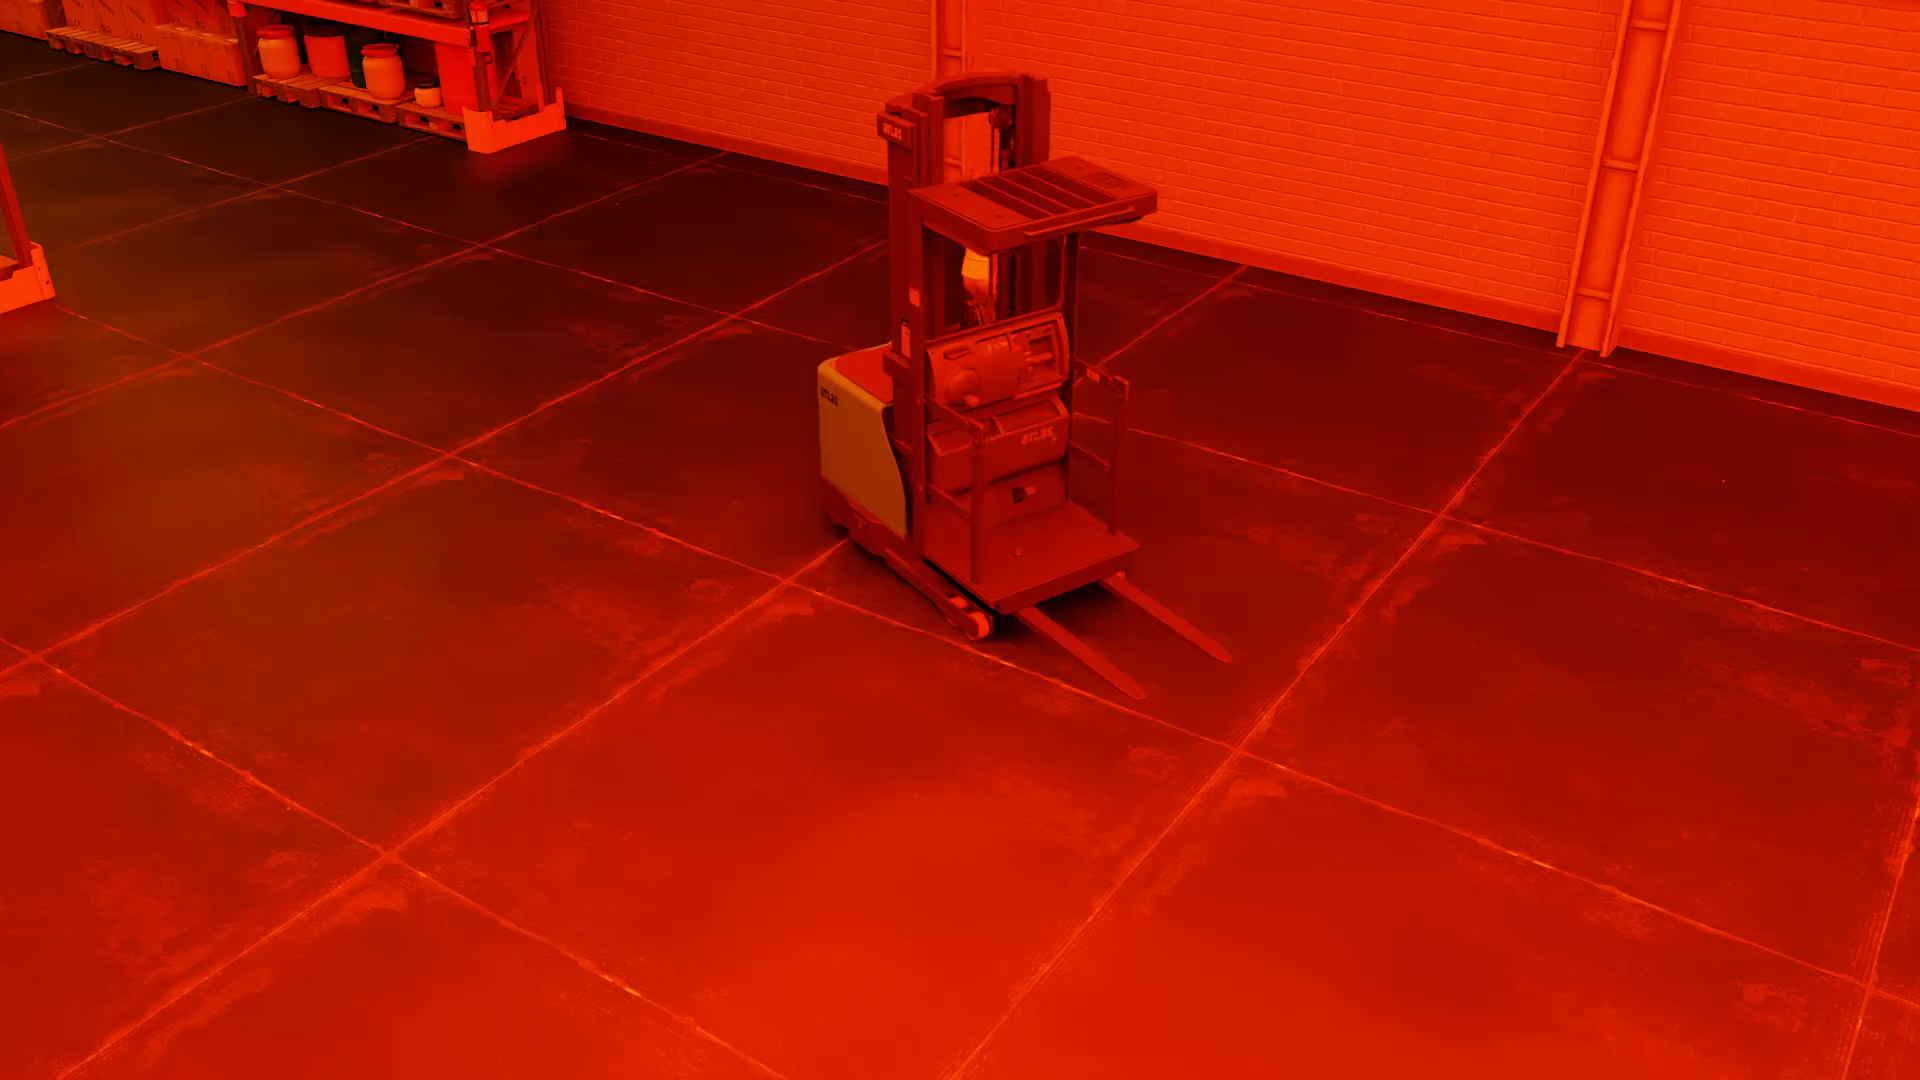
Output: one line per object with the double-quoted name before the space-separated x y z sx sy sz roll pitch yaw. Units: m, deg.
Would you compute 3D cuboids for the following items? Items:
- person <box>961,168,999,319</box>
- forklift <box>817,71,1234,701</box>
"person" 0.368 -2.016 12.461 0.754 1.534 0.693 -18 35 -28
"forklift" 0.348 -0.966 9.245 1.130 2.935 3.031 -19 35 -29
